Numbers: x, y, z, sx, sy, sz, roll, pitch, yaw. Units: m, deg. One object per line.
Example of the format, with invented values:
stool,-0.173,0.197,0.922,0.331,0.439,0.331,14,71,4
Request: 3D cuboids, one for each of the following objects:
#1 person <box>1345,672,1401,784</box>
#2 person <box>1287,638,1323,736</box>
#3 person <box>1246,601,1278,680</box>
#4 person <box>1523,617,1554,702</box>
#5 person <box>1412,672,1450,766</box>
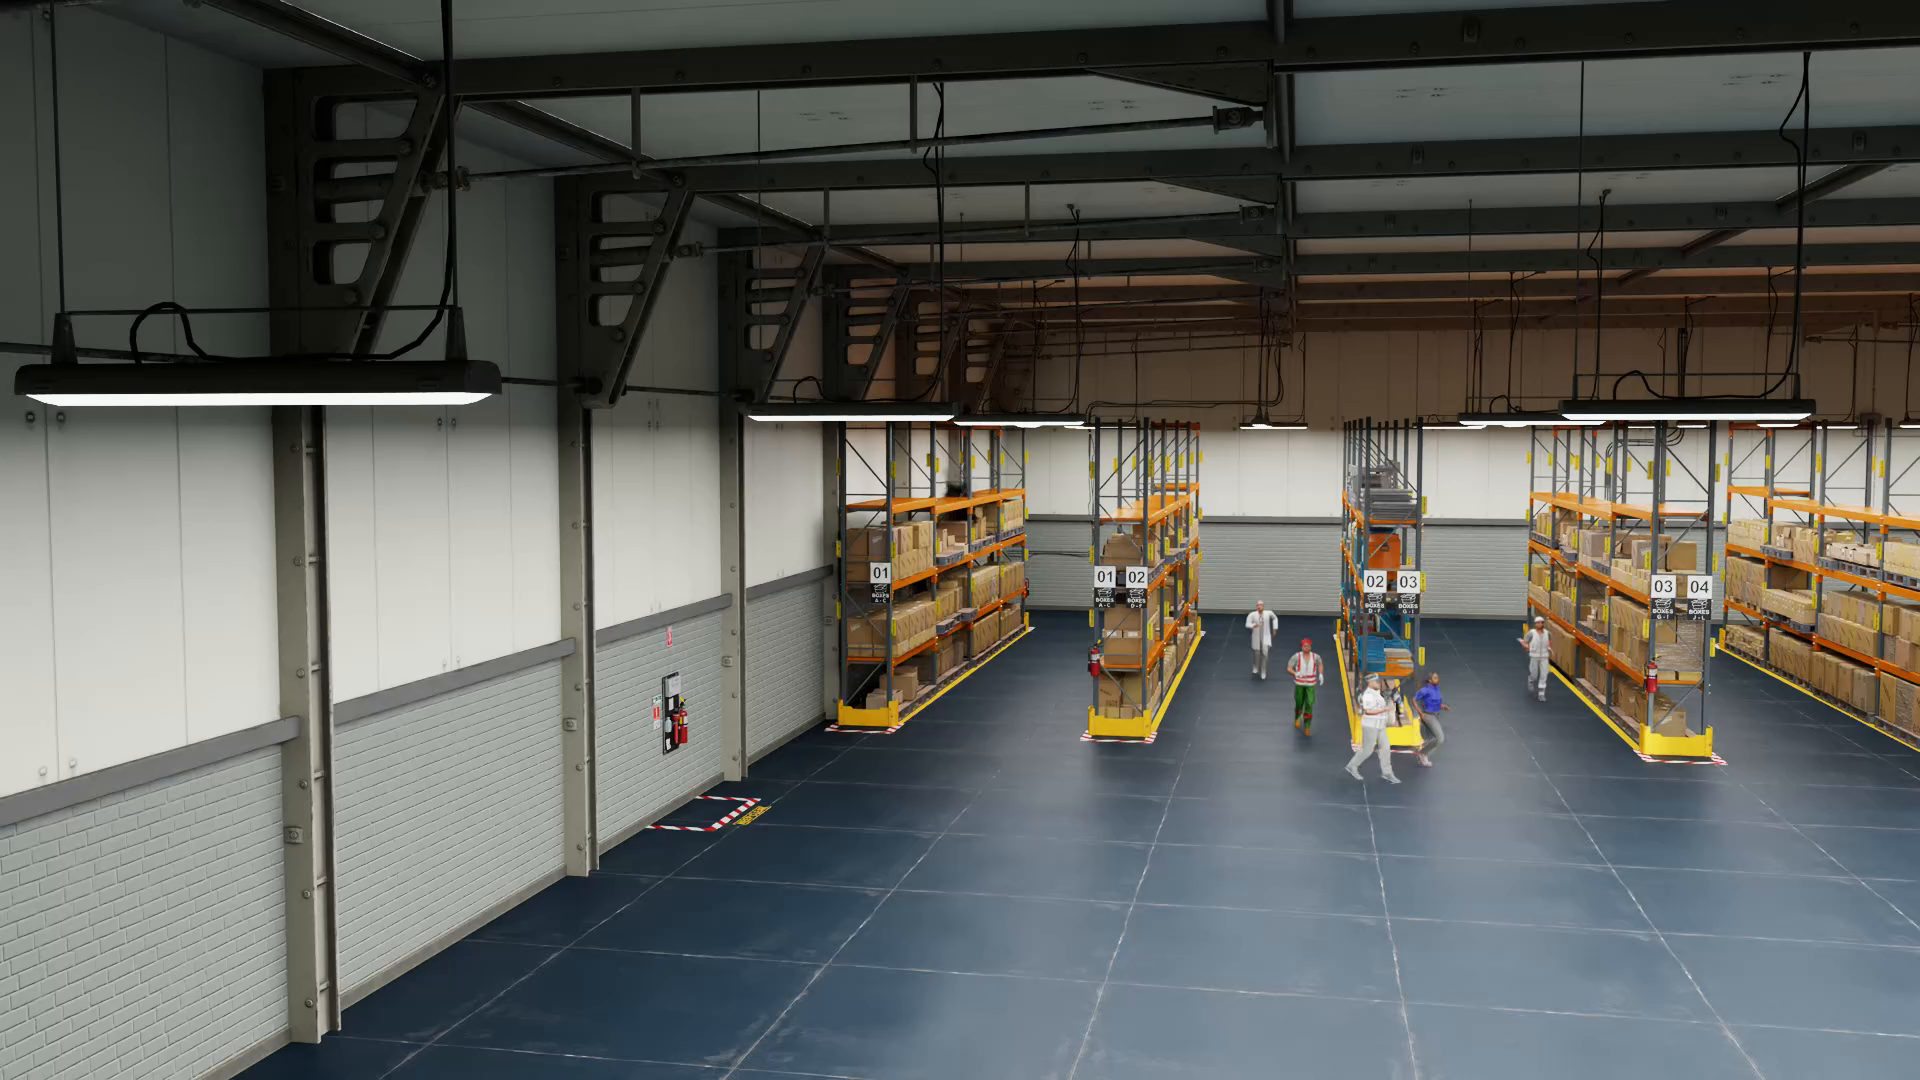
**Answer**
person,6.742,3.055,27.095,0.894,1.789,0.652,3,5,36
person,6.571,2.762,31.644,0.689,1.797,0.897,0,4,6
person,7.041,2.321,38.814,0.731,1.834,0.986,1,4,12
person,12.373,2.521,35.549,0.656,1.778,0.940,0,4,4
person,8.073,3.059,28.370,0.552,1.617,0.611,-4,5,-44
